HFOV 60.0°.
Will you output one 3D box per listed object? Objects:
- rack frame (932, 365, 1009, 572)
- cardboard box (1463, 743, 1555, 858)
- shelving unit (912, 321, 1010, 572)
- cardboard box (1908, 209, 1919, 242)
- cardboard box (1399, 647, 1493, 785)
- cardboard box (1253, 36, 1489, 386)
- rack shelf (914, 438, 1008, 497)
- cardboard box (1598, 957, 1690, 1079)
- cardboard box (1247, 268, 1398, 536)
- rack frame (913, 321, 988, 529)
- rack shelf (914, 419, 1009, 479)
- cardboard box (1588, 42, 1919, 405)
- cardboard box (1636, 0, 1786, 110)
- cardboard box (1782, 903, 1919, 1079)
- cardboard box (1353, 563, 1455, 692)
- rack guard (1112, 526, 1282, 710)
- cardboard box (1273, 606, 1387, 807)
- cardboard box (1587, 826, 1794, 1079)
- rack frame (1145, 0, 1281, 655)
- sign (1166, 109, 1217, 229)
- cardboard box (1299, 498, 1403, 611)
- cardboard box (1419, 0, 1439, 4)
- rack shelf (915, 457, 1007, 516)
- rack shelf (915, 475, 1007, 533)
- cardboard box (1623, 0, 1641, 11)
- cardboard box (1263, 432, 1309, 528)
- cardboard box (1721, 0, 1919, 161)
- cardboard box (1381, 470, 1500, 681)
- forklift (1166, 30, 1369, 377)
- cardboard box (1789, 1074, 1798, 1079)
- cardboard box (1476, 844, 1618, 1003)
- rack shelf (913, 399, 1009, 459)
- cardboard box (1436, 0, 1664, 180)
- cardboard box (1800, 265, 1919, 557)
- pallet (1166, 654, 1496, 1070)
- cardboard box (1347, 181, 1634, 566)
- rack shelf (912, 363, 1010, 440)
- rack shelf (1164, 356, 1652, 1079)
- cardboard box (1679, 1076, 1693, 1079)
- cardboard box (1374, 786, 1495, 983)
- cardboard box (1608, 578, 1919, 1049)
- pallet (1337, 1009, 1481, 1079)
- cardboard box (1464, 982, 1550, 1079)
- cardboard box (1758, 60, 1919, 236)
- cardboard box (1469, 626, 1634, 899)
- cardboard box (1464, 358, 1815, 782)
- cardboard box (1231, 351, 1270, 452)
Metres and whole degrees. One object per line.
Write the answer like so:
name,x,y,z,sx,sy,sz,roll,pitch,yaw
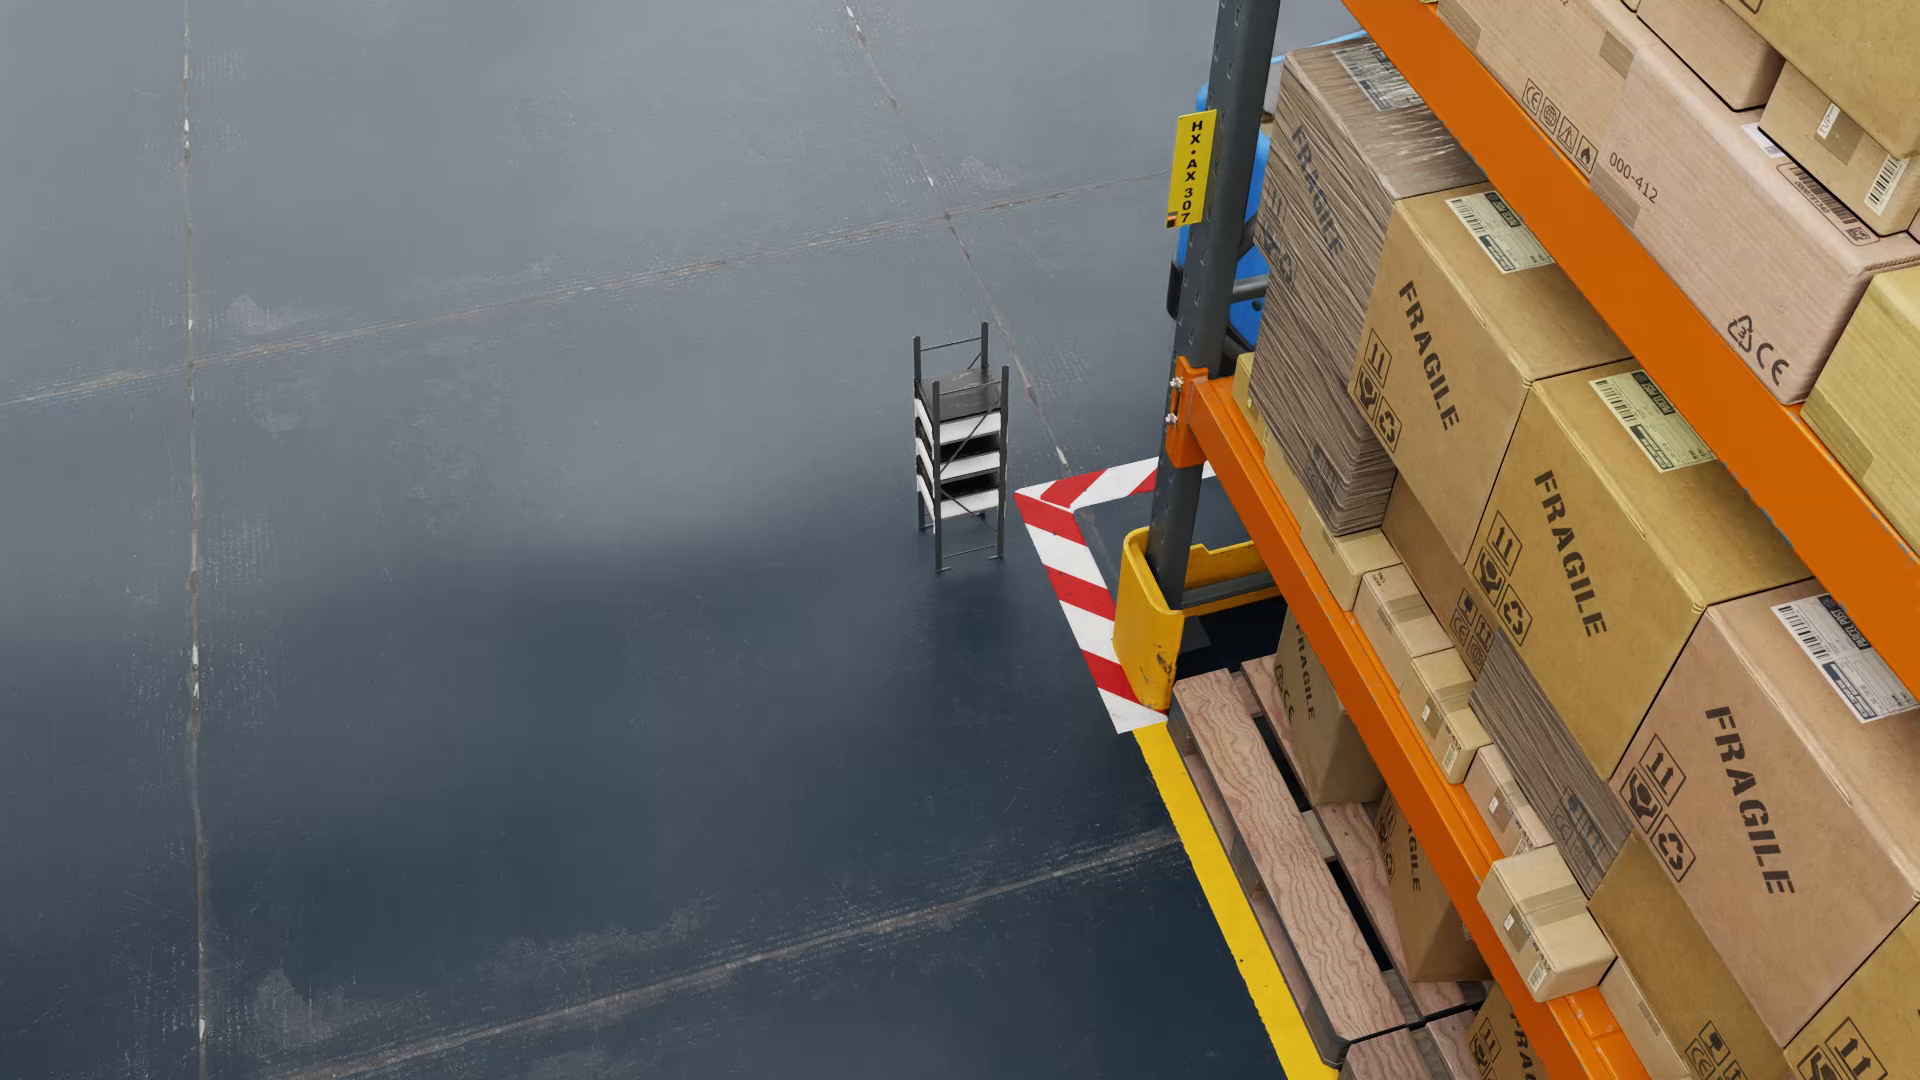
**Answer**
rack frame,0.032,-0.210,5.338,0.240,0.900,0.006,-13,51,-11
cardboard box,1.304,0.530,3.506,0.380,0.149,0.250,-13,51,-11
shelving unit,0.002,-0.284,5.401,0.258,0.900,0.210,-13,51,-11
cardboard box,1.402,-0.389,1.992,0.380,0.149,0.250,-14,51,-11
cardboard box,1.204,0.353,3.655,0.380,0.149,0.250,-13,51,-11
cardboard box,0.973,-0.712,3.474,0.500,0.500,0.500,-13,51,-11
rack shelf,0.002,-0.263,5.426,0.258,0.077,0.200,-13,51,-11
cardboard box,1.479,0.888,3.204,0.380,0.149,0.250,-13,51,-11
cardboard box,1.207,-0.445,3.903,0.875,0.500,0.500,-13,51,-11
rack frame,-0.028,-0.358,5.464,0.240,0.900,0.006,-13,51,-11
rack shelf,0.002,-0.321,5.358,0.258,0.077,0.200,-13,51,-11
cardboard box,1.268,-0.495,2.342,0.500,0.250,0.500,-13,51,-11
cardboard box,1.189,-0.757,2.302,0.380,0.149,0.250,-13,51,-11
cardboard box,1.562,0.749,2.242,0.500,0.500,0.500,-13,51,-11
cardboard box,1.136,0.169,3.810,0.380,0.149,0.250,-13,51,-11
rack guard,1.093,0.136,5.308,1.175,0.500,0.348,-13,51,-11
cardboard box,1.240,0.405,4.807,0.500,0.500,0.500,-5,50,-4
cardboard box,1.713,0.636,2.992,0.875,0.500,0.500,-13,51,-11
rack frame,1.071,-0.725,4.399,1.000,3.000,0.127,-13,51,-11
sign,0.553,-0.881,3.965,0.100,0.325,0.005,-13,51,-11
cardboard box,1.043,-0.009,3.960,0.380,0.149,0.250,-13,51,-11
cardboard box,0.967,-1.233,2.964,0.500,0.250,0.500,-12,51,-10
rack shelf,0.002,-0.205,5.495,0.258,0.077,0.200,-13,51,-11
rack shelf,0.002,-0.147,5.564,0.258,0.077,0.200,-13,51,-11
cardboard box,1.121,-0.936,2.452,0.380,0.149,0.250,-11,51,-10
cardboard box,0.983,-0.195,4.117,0.380,0.149,0.250,-13,51,-11
cardboard box,1.252,-0.836,1.944,0.500,0.500,0.500,-14,51,-11
cardboard box,1.470,-0.107,3.618,0.875,0.500,0.500,-13,51,-11
forklift,2.346,-2.002,5.520,3.031,2.935,1.130,-21,53,-17
cardboard box,1.822,1.010,2.676,0.875,0.500,0.500,-13,51,-11
cardboard box,1.278,0.736,3.332,0.380,0.149,0.250,-13,51,-11
rack shelf,0.002,-0.379,5.289,0.258,0.077,0.200,-13,51,-11
cardboard box,1.125,-0.858,2.647,0.500,0.250,0.500,-14,51,-12
cardboard box,1.426,-0.116,2.022,0.500,0.250,0.500,-12,51,-10
pallet,1.300,0.831,4.912,1.003,0.211,1.213,-13,51,-11
cardboard box,1.114,-0.345,3.165,0.500,0.500,0.500,-13,51,-11
rack shelf,0.002,-0.437,5.220,0.258,0.077,0.200,-13,51,-11
rack shelf,1.662,0.968,3.443,1.077,0.370,4.000,-13,51,-11
cardboard box,1.480,1.088,3.035,0.380,0.149,0.250,-13,51,-11
cardboard box,1.449,0.834,4.445,0.500,0.500,0.500,-2,50,-1
cardboard box,1.417,0.384,2.551,0.500,0.500,0.500,-13,51,-11
pallet,1.657,1.720,4.162,1.003,0.211,1.213,-13,51,-11
cardboard box,1.616,1.296,4.056,0.500,0.500,0.500,-9,50,-8
cardboard box,1.284,-0.561,2.136,0.380,0.149,0.250,-15,52,-13
cardboard box,1.576,0.268,3.302,0.875,0.500,0.500,-13,51,-11
cardboard box,1.264,0.020,2.858,0.500,0.500,0.500,-13,51,-11
cardboard box,0.928,-0.382,4.274,0.380,0.149,0.250,-13,51,-11
